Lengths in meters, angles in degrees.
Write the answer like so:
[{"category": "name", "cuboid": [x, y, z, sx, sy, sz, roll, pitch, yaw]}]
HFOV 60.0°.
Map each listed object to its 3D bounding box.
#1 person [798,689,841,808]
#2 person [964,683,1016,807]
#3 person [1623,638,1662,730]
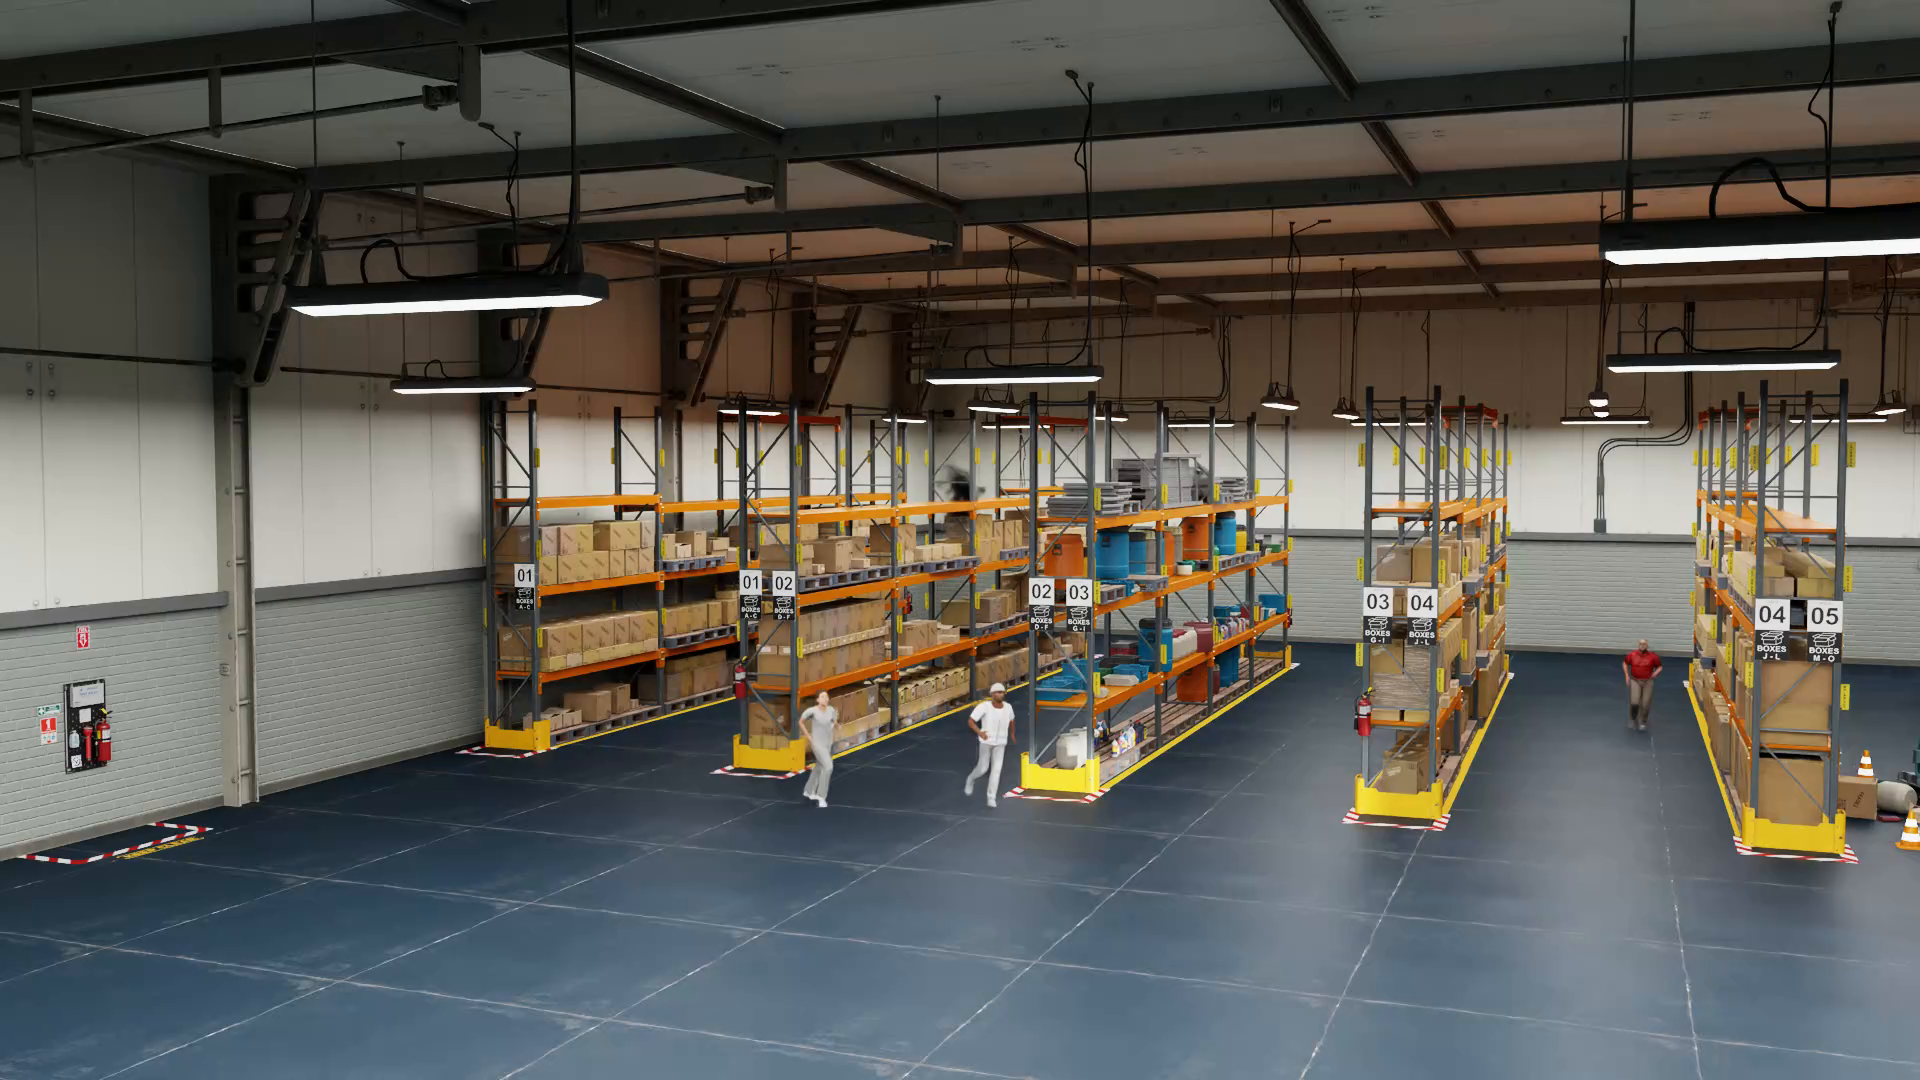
[{"category": "person", "cuboid": [-1.993, 3.001, 23.996, 0.536, 1.717, 0.734, -3, 4, -45]}, {"category": "person", "cuboid": [0.501, 2.941, 24.099, 0.765, 1.725, 0.932, -1, 3, -19]}, {"category": "person", "cuboid": [12.484, 2.652, 30.414, 0.667, 1.701, 0.617, 1, 3, 20]}]
